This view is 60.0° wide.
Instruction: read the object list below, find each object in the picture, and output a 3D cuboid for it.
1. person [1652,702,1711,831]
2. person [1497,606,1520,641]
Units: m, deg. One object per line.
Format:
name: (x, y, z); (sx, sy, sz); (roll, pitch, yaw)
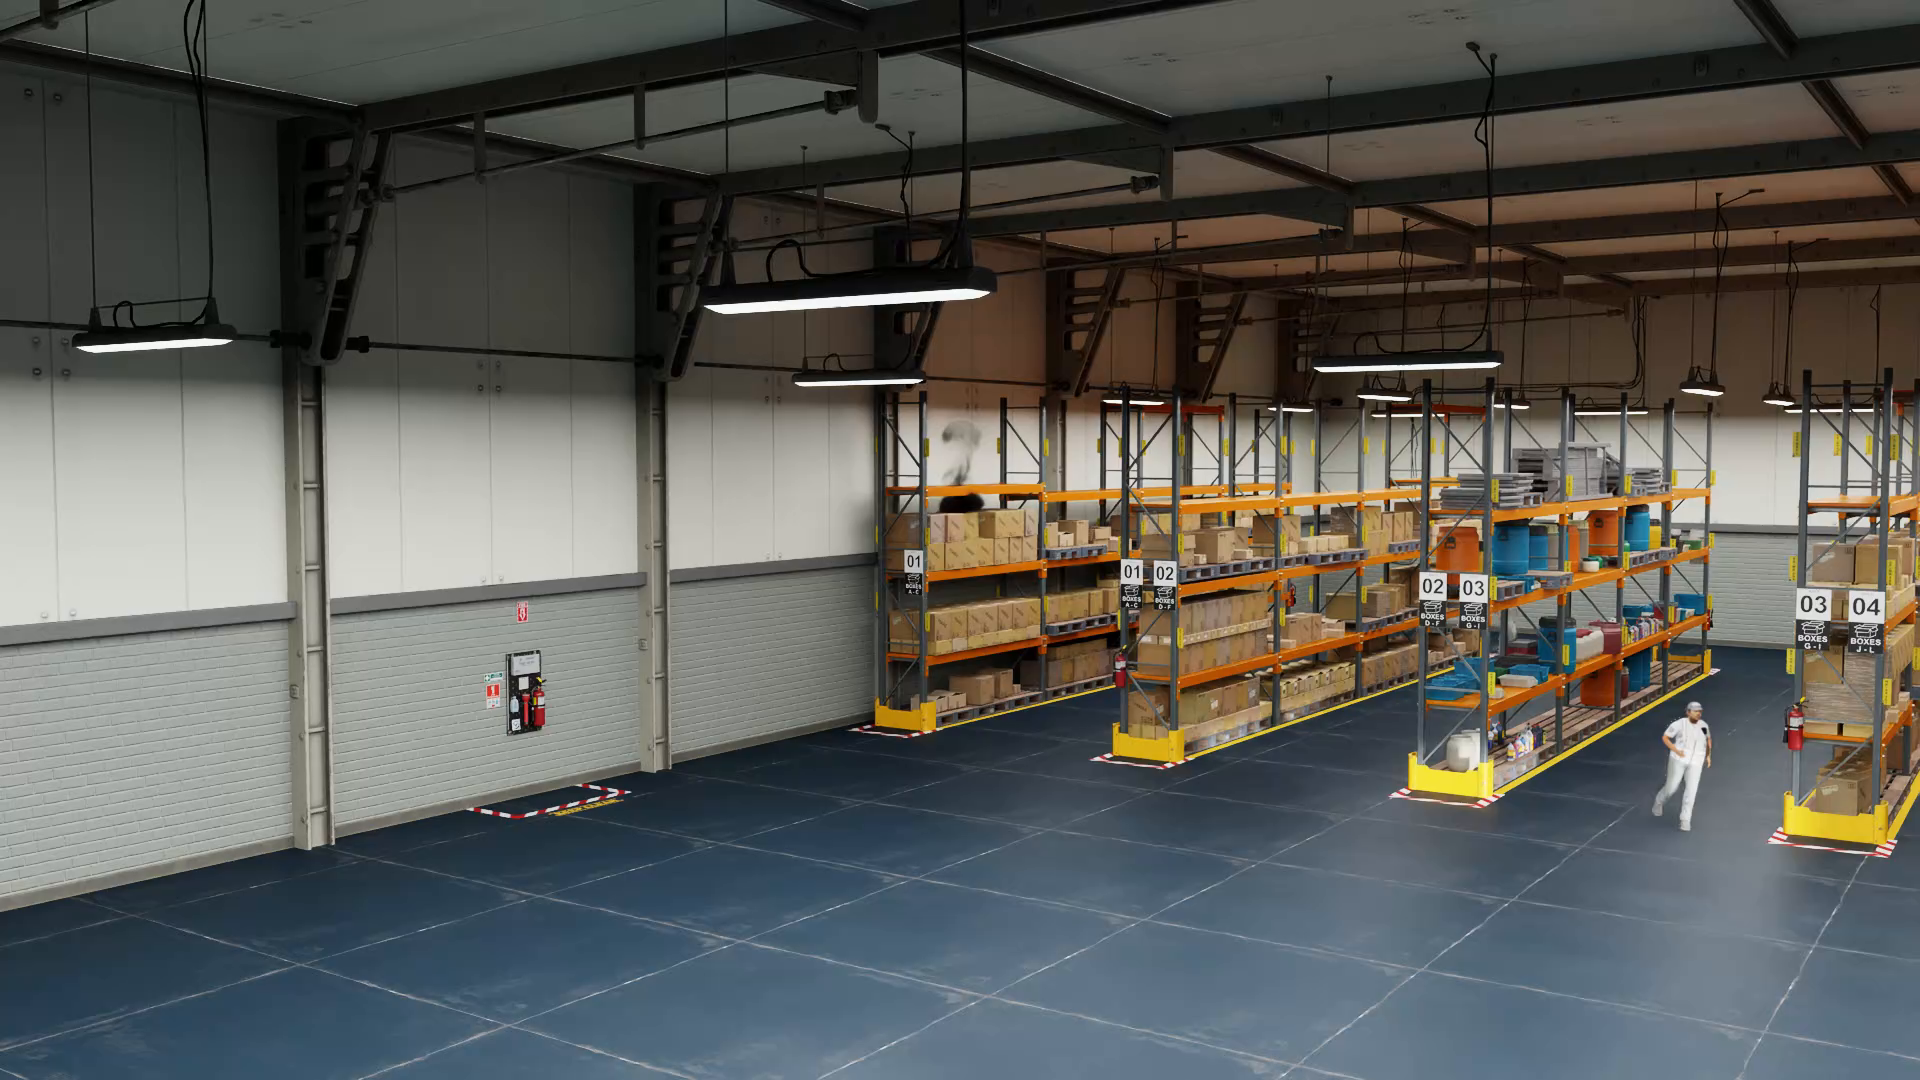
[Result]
person: (9.636, 2.957, 22.018); (0.691, 1.635, 0.920); (0, 3, 7)
person: (13.260, 1.940, 40.191); (0.590, 1.710, 0.782); (-2, 4, -28)
